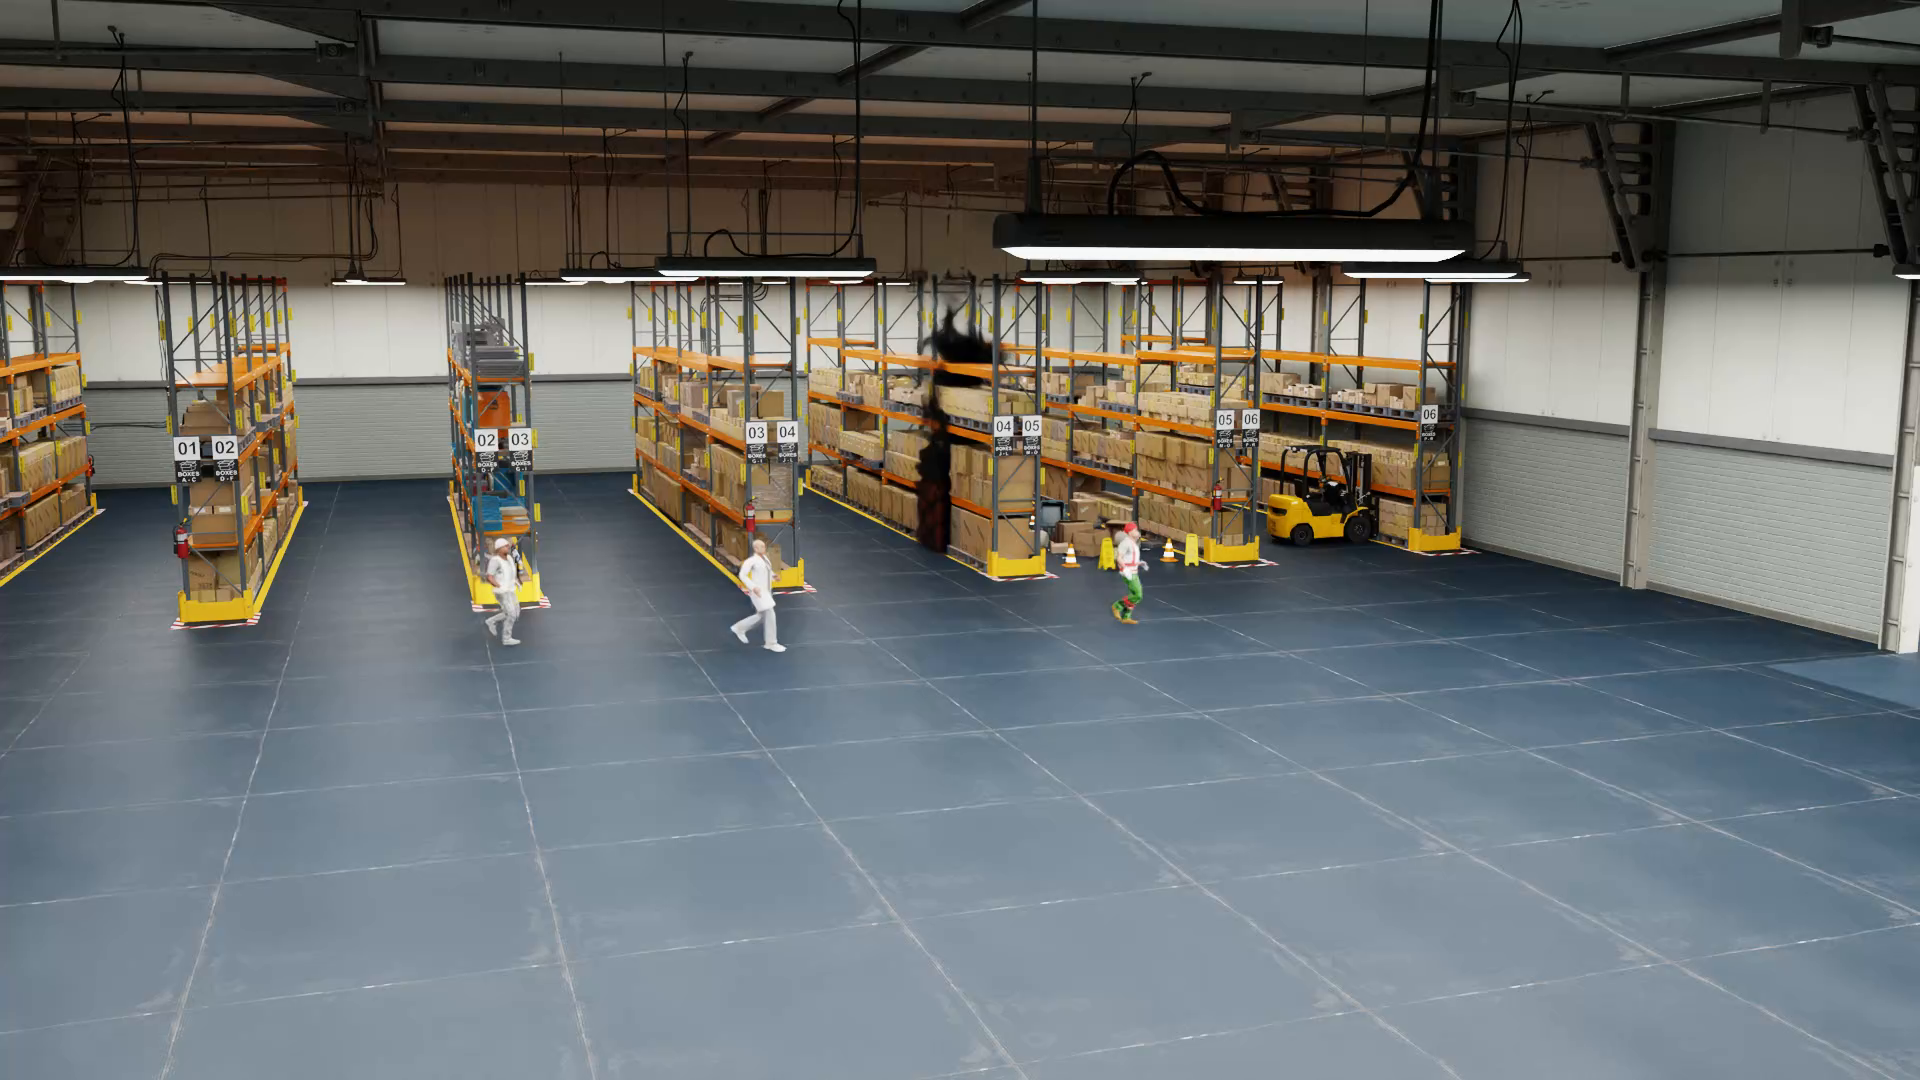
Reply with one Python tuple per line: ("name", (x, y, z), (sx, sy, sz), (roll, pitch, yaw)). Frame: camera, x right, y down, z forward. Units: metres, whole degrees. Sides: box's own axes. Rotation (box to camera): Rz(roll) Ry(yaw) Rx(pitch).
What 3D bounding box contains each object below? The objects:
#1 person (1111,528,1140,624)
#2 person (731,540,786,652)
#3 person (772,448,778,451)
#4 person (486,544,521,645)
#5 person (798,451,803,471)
("person", (2.849, 0.590, 28.564), (0.464, 1.704, 0.673), (3, 9, 17))
("person", (-3.217, 0.874, 26.488), (0.928, 1.784, 0.699), (2, 9, 13))
("person", (-5.556, -2.336, 48.013), (0.644, 1.521, 0.551), (3, 9, 19))
("person", (-7.411, 0.850, 26.838), (0.634, 1.701, 0.730), (2, 9, 11))
("person", (-4.543, -1.853, 44.975), (0.568, 1.594, 0.784), (-4, 10, -27))
